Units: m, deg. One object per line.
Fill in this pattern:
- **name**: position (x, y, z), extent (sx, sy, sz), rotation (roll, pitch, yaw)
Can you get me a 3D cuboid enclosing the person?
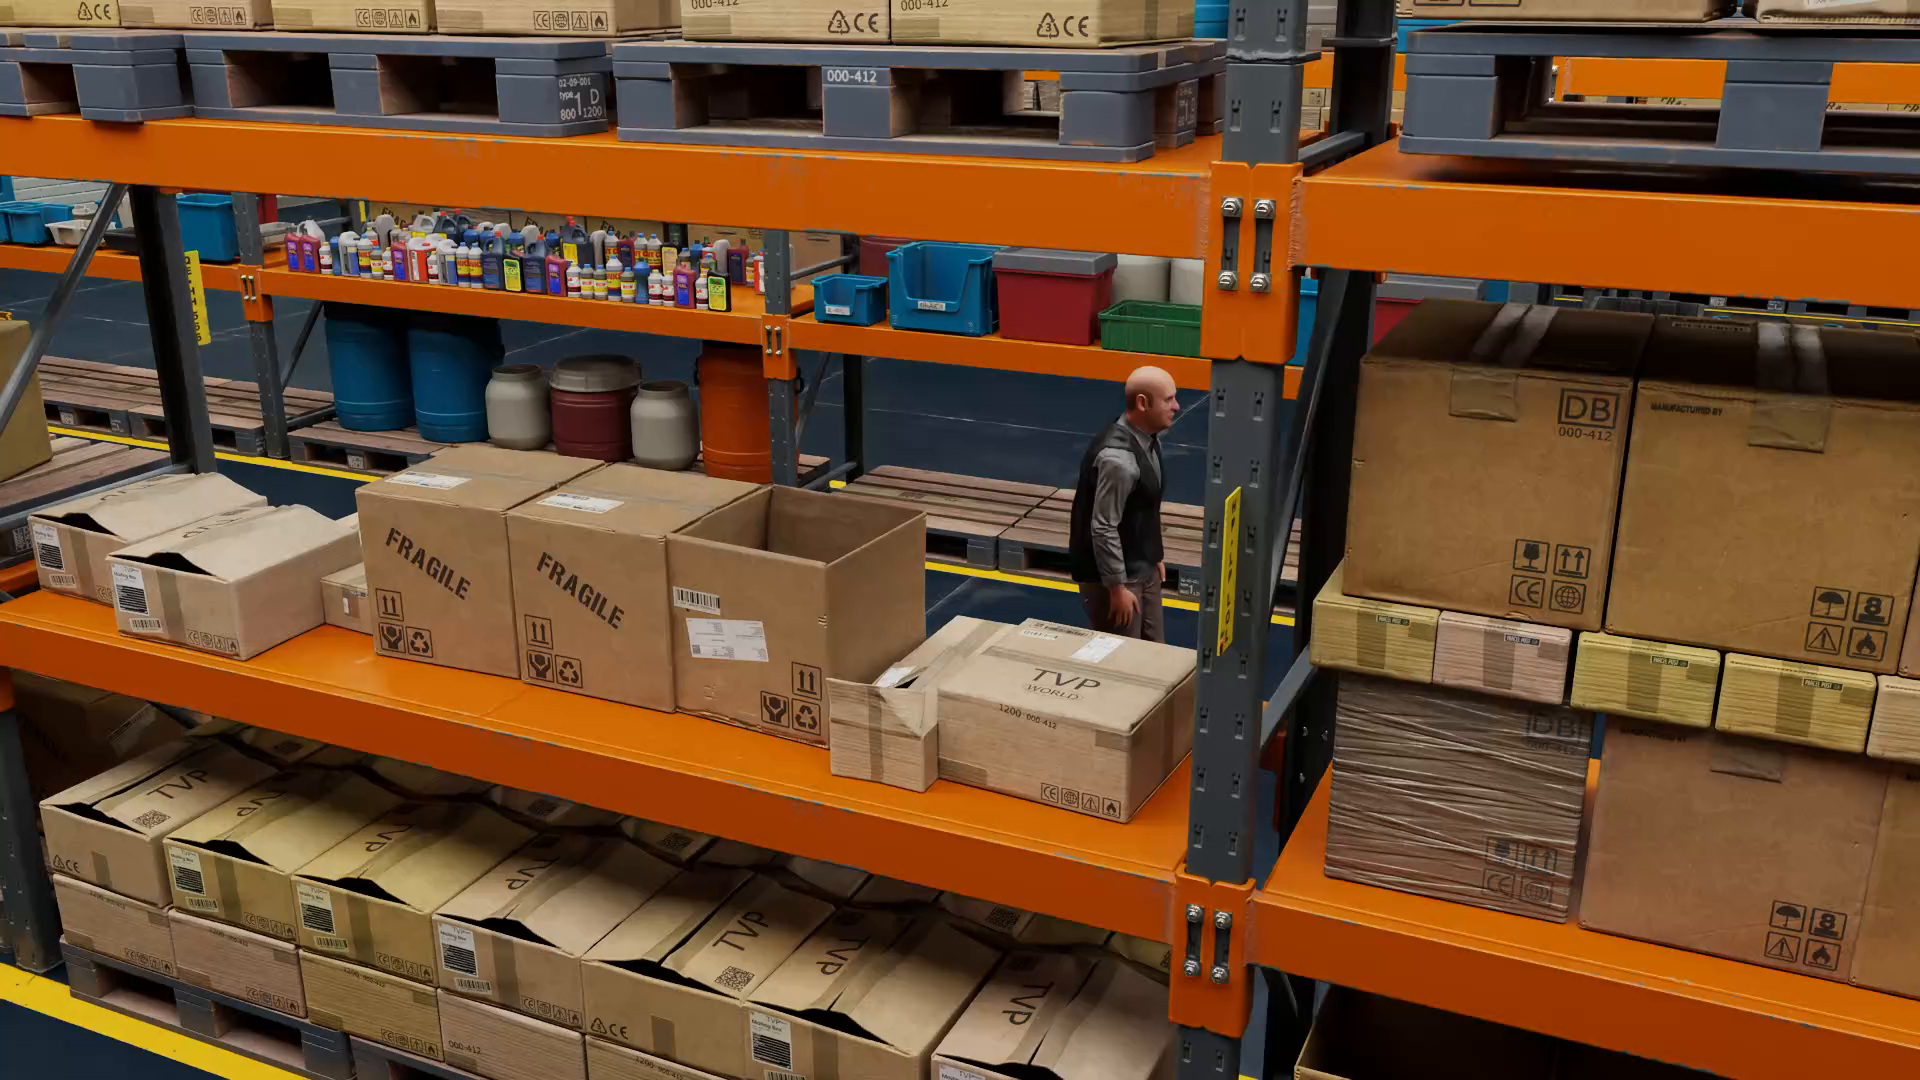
- **person**: position (0.676, 0.147, 6.671), extent (0.465, 1.722, 0.590), rotation (7, 20, 21)
